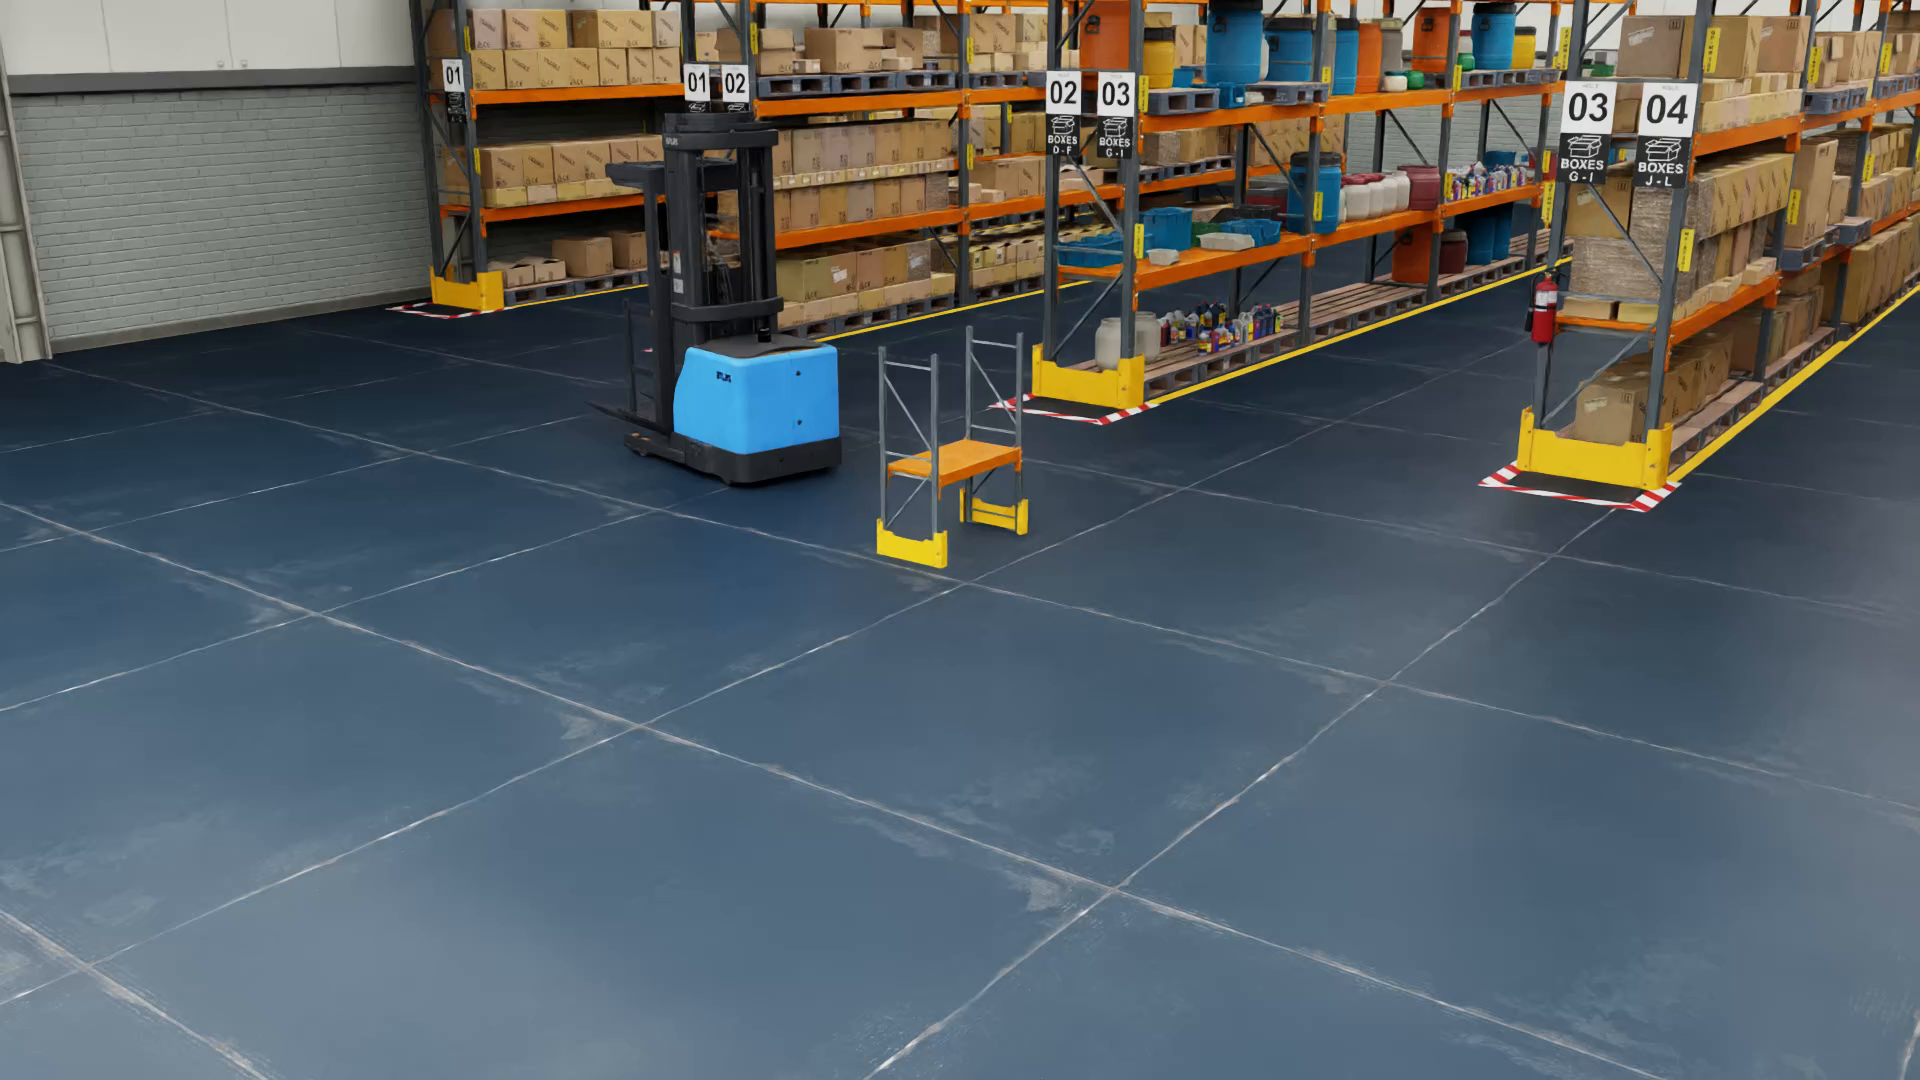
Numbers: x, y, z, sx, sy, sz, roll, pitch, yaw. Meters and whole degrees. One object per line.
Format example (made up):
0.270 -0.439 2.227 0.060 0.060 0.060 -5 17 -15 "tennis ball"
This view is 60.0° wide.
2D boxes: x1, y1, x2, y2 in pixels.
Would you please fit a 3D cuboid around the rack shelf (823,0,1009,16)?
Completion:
-0.722 -9.294 28.887 1.077 0.370 4.000 12 21 35 "rack shelf"

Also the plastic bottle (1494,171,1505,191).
7.852 -5.240 24.269 0.152 0.276 0.135 12 21 35 "plastic bottle"

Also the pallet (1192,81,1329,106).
3.308 -4.937 18.345 1.213 0.211 1.003 12 21 35 "pallet"

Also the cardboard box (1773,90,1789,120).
7.255 -3.992 15.237 0.500 0.250 0.500 13 22 36 "cardboard box"

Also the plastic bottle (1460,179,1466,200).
6.952 -4.861 23.036 0.061 0.283 0.133 12 21 35 "plastic bottle"

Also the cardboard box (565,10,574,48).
-5.700 -7.062 22.981 0.500 0.500 0.500 12 21 35 "cardboard box"

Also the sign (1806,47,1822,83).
8.077 -4.494 15.728 0.100 0.325 0.005 12 21 35 "sign"

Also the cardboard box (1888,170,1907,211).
12.044 -4.586 21.784 0.500 0.500 0.500 13 22 36 "cardboard box"

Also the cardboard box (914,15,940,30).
-0.477 -9.168 29.476 0.500 0.250 0.500 12 21 33 "cardboard box"

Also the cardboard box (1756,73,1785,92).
7.219 -4.139 15.036 0.380 0.149 0.250 12 21 33 "cardboard box"

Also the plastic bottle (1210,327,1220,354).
2.756 -2.172 18.017 0.061 0.283 0.133 13 21 36 "plastic bottle"

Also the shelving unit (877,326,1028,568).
-0.045 -0.698 11.963 0.587 1.500 1.083 12 21 35 "shelving unit"

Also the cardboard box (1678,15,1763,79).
6.355 -4.123 13.892 0.500 0.500 0.500 12 21 34 "cardboard box"

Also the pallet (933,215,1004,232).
0.070 -5.911 30.923 1.003 0.211 1.213 12 21 35 "pallet"

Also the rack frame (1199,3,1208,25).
4.450 -9.431 27.439 1.000 3.000 0.127 12 21 35 "rack frame"

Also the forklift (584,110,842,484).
-2.332 -2.225 14.466 1.130 2.935 3.031 -14 22 -38 "forklift"

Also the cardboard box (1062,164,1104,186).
1.815 -5.491 25.020 0.500 0.311 0.500 14 22 38 "cardboard box"

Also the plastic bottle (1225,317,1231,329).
3.014 -2.351 18.594 0.061 0.283 0.133 12 21 35 "plastic bottle"

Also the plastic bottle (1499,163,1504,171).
8.025 -5.415 24.705 0.144 0.351 0.185 12 21 35 "plastic bottle"

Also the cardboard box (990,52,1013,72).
0.383 -6.498 22.598 0.500 0.250 0.500 10 20 29 "cardboard box"

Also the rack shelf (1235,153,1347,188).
5.642 -6.698 29.969 1.077 0.370 4.000 12 21 35 "rack shelf"

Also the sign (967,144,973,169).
0.130 -5.014 21.738 0.100 0.325 0.005 12 21 35 "sign"

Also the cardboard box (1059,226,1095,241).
1.648 -4.475 24.579 0.500 0.311 0.500 12 21 34 "cardboard box"

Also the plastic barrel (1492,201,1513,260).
8.088 -4.761 25.348 0.600 0.901 0.708 12 21 35 "plastic barrel"

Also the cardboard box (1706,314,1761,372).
8.020 -2.068 17.317 0.700 0.500 0.500 11 20 31 "cardboard box"

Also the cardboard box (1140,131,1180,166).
3.050 -6.215 26.323 0.500 0.500 0.700 -15 23 -40 "cardboard box"

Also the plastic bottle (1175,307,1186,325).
2.479 -2.464 18.845 0.144 0.351 0.185 12 21 34 "plastic bottle"

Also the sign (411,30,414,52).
-7.115 -6.540 21.696 0.100 0.325 0.005 12 21 35 "sign"

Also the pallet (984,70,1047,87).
1.070 -6.511 23.413 1.003 0.211 1.213 14 22 37 "pallet"

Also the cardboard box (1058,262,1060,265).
1.343 -4.089 24.282 0.500 0.250 0.500 13 21 36 "cardboard box"

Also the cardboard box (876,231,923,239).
-0.845 -3.851 22.249 0.500 0.500 0.500 12 21 35 "cardboard box"

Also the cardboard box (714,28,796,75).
-2.354 -5.593 19.020 0.797 0.503 0.637 14 22 38 "cardboard box"

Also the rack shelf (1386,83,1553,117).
7.234 -6.302 23.635 1.077 0.370 4.000 12 21 35 "rack shelf"

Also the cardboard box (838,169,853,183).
-1.528 -4.428 20.181 0.380 0.149 0.250 12 21 34 "cardboard box"

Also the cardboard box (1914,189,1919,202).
13.003 -4.769 22.965 0.380 0.149 0.250 12 21 33 "cardboard box"

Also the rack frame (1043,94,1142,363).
1.276 -2.831 16.303 1.000 3.000 0.127 12 21 35 "rack frame"

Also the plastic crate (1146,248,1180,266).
2.067 -2.862 16.846 0.298 0.136 0.250 12 21 35 "plastic crate"

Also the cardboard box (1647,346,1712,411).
6.724 -1.528 15.613 0.500 0.500 0.500 10 20 30 "cardboard box"

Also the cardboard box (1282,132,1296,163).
5.575 -6.928 29.326 0.500 0.500 0.500 12 21 34 "cardboard box"

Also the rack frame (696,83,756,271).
-2.700 -3.708 19.125 1.000 3.000 0.127 12 21 35 "rack frame"

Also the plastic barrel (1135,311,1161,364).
1.905 -2.133 17.543 0.421 0.512 0.421 0 17 0 "plastic barrel"

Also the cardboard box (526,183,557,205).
-5.837 -4.706 22.560 0.500 0.250 0.500 12 21 33 "cardboard box"

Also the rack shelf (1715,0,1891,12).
8.828 -5.716 17.363 1.077 0.370 4.000 12 21 35 "rack shelf"

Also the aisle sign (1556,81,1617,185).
4.976 -3.236 13.223 0.394 0.787 0.004 12 21 35 "aisle sign"

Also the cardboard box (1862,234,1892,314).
10.985 -3.419 21.070 1.225 0.875 0.875 12 21 35 "cardboard box"

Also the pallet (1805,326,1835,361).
9.553 -2.344 19.436 1.003 0.211 1.213 12 21 35 "pallet"

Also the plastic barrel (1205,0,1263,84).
2.980 -5.438 18.087 0.600 0.901 0.708 12 21 35 "plastic barrel"

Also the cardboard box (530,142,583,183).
-5.539 -5.177 22.810 0.500 0.500 0.500 12 21 33 "cardboard box"

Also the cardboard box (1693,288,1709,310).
6.227 -2.096 14.360 0.380 0.149 0.250 12 21 35 "cardboard box"

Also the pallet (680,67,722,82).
-3.844 -7.006 25.005 1.213 0.211 1.003 12 21 35 "pallet"

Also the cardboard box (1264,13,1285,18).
5.121 -8.740 28.418 0.700 0.500 0.500 12 21 35 "cardboard box"

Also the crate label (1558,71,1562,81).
8.949 -7.062 25.312 0.293 0.136 0.466 12 21 35 "crate label"

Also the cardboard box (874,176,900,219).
-1.187 -4.356 21.043 0.700 0.500 0.500 13 21 35 "cardboard box"

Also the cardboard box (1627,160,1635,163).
6.280 -3.154 14.988 0.500 0.500 0.500 12 21 35 "cardboard box"

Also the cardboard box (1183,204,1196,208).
3.657 -5.381 27.986 0.500 0.500 0.500 13 21 35 "cardboard box"
